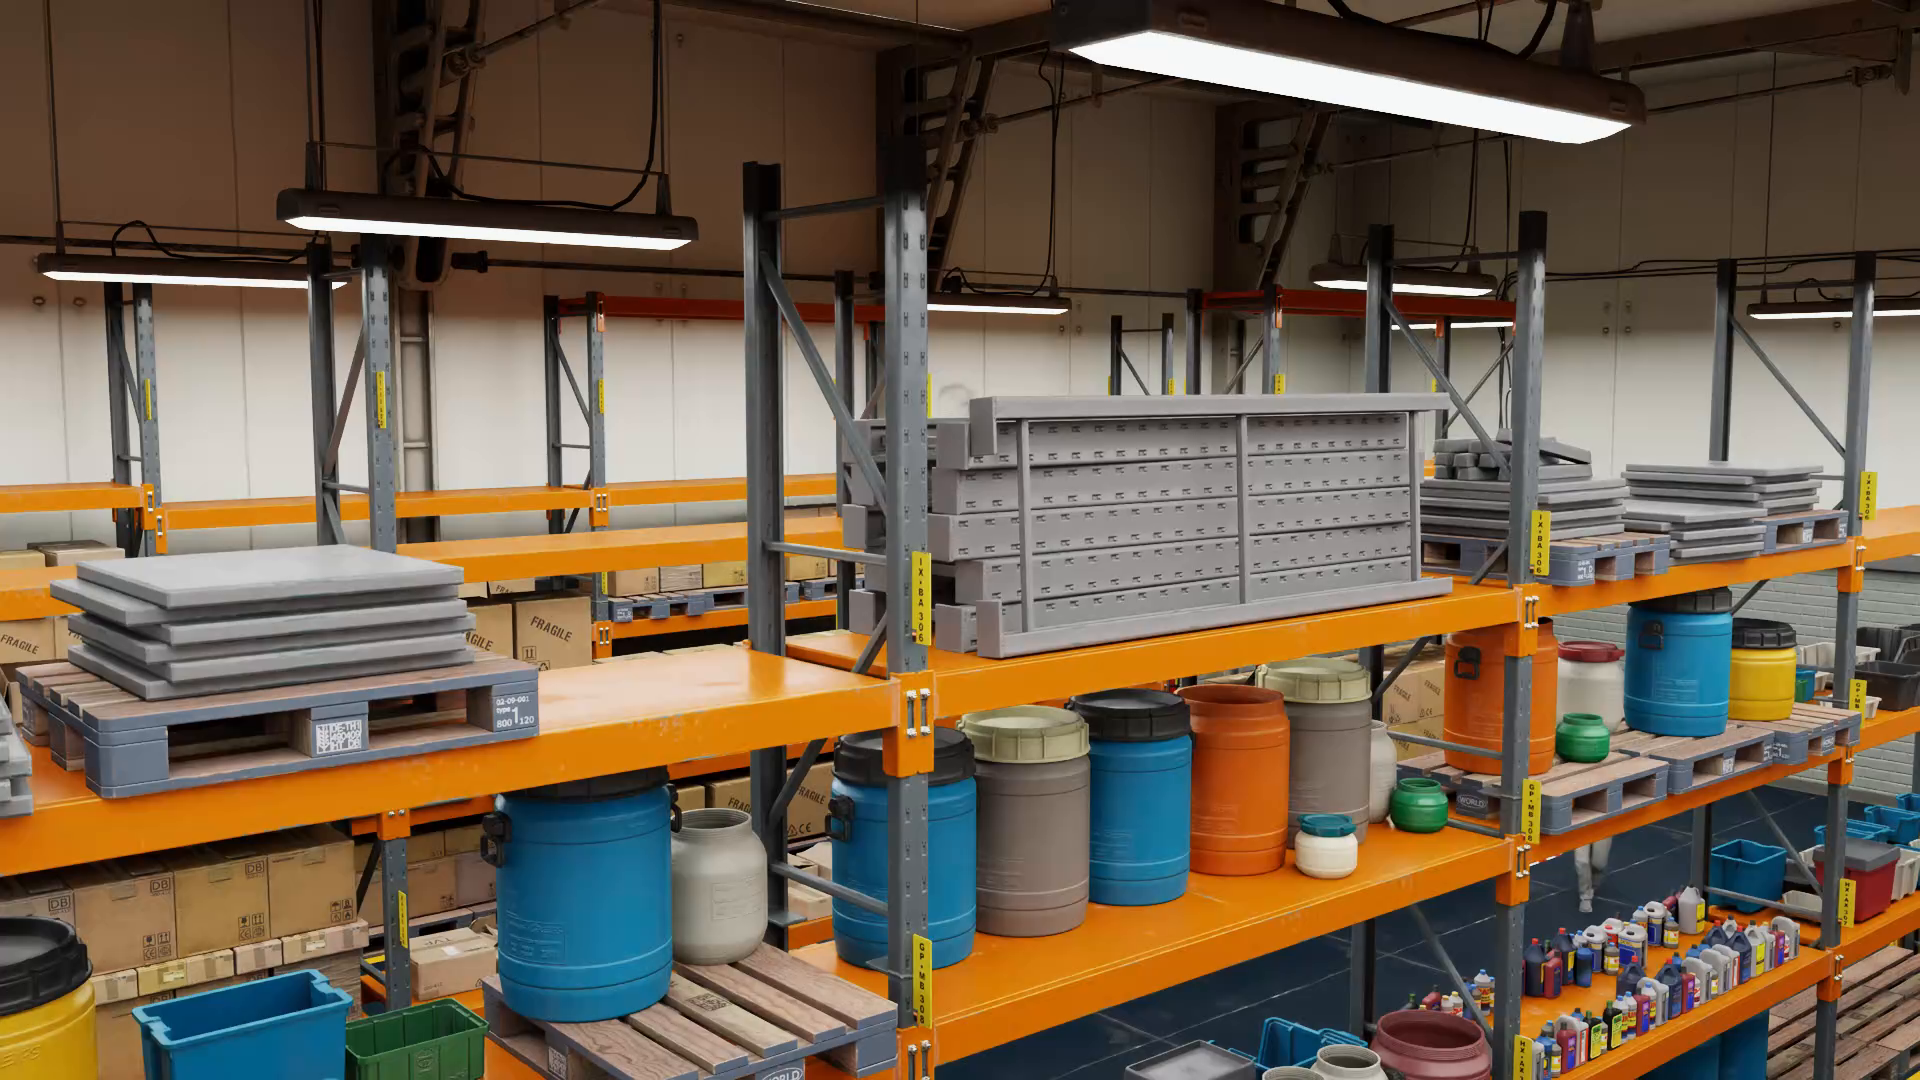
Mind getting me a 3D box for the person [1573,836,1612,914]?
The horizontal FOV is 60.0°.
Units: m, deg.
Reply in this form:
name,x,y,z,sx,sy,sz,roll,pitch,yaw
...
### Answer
name,x,y,z,sx,sy,sz,roll,pitch,yaw
person,6.224,2.790,16.383,0.646,1.645,0.681,2,6,20
